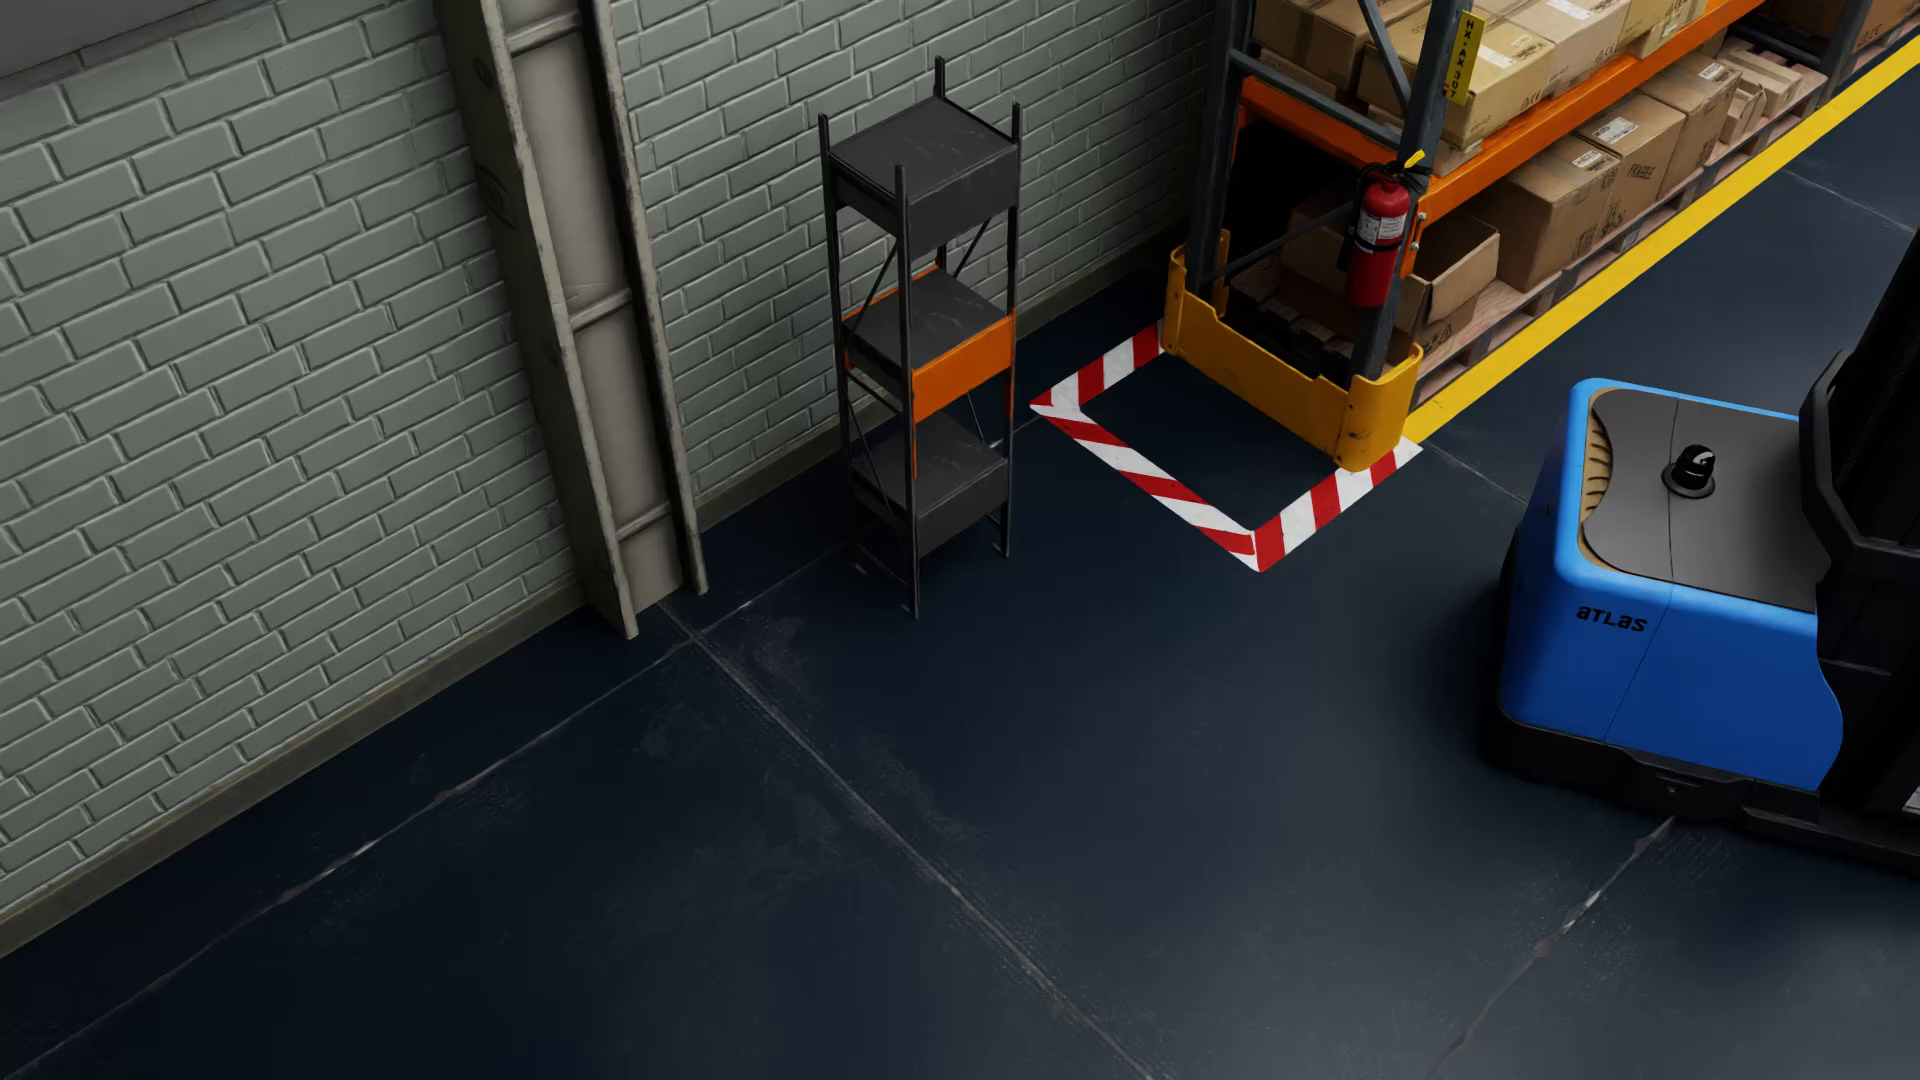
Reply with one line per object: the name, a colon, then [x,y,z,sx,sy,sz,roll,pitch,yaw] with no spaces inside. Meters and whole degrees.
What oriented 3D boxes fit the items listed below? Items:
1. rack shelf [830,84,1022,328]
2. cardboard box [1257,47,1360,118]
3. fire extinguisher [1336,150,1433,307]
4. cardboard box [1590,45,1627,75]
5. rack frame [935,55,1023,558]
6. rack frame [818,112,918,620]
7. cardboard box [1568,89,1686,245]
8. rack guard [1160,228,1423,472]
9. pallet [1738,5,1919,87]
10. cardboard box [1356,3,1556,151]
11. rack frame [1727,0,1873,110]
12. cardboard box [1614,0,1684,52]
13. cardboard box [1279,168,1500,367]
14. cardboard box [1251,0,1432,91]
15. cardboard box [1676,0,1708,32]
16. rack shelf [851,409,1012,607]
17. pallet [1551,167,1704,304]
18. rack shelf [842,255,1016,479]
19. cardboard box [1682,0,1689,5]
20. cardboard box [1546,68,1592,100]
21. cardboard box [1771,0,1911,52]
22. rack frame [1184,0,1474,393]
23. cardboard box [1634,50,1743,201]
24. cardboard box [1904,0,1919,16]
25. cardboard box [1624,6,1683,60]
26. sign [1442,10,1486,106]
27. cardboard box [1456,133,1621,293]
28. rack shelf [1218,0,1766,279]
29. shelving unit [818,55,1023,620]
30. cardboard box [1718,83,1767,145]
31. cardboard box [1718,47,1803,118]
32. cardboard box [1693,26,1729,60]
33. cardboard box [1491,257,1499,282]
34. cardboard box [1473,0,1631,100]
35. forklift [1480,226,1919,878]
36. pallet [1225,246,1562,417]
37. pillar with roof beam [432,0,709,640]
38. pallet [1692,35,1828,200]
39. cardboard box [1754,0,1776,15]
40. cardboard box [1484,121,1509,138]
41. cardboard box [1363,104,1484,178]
rack shelf: [-0.122,-1.096,5.452,0.480,0.518,0.431,-34,56,-27]
cardboard box: [1.421,-1.875,6.663,0.250,0.149,0.380,-34,56,-28]
fire extinguisher: [1.558,-1.174,6.152,0.183,0.674,0.296,-34,56,-27]
cardboard box: [2.533,-2.104,6.875,0.250,0.149,0.380,-33,55,-27]
rack frame: [0.058,-0.751,6.067,0.015,2.100,0.400,-34,56,-27]
rack frame: [-0.303,-0.510,5.845,0.015,2.100,0.400,-34,56,-27]
cardboard box: [2.990,-1.805,7.842,0.500,0.500,0.500,-33,55,-27]
rack guard: [1.412,-0.840,7.239,0.348,0.500,1.175,-34,56,-27]
pallet: [4.892,-3.105,9.525,1.213,0.211,1.003,-34,56,-27]
cardboard box: [1.873,-1.778,6.303,0.500,0.250,0.500,-33,56,-27]
rack frame: [4.316,-3.628,8.110,0.127,3.000,1.000,-34,56,-27]
cardboard box: [2.619,-2.280,6.766,0.500,0.250,0.500,-35,56,-28]
cardboard box: [1.873,-1.197,7.280,0.637,0.503,0.797,-36,57,-28]
cardboard box: [1.518,-2.072,6.574,0.500,0.250,0.500,-32,55,-26]
cardboard box: [2.952,-2.330,7.083,0.250,0.149,0.380,-33,55,-26]
rack shelf: [-0.122,-0.146,6.481,0.480,0.518,0.431,-34,56,-27]
pallet: [2.904,-1.737,8.263,1.213,0.211,1.003,-34,56,-27]
rack shelf: [-0.122,-0.621,5.966,0.480,0.518,0.431,-34,56,-27]
cardboard box: [2.983,-2.545,7.010,0.500,0.250,0.500,-35,56,-28]
cardboard box: [2.340,-1.970,6.751,0.250,0.149,0.380,-32,55,-26]
cardboard box: [4.825,-3.040,8.982,0.500,0.500,0.500,-31,55,-26]
rack frame: [1.356,-1.651,6.285,0.127,3.000,1.000,-34,56,-27]
cardboard box: [3.299,-2.111,8.125,0.500,0.500,0.700,-36,57,-28]
cardboard box: [5.212,-3.308,9.230,0.500,0.500,0.500,-34,56,-28]
cardboard box: [2.771,-2.189,6.953,0.250,0.149,0.380,-35,56,-28]
sign: [1.721,-1.649,5.695,0.005,0.325,0.100,-34,56,-27]
cardboard box: [2.531,-1.598,7.651,0.500,0.500,0.700,-32,55,-26]
rack shelf: [2.836,-2.395,7.462,4.000,0.370,1.077,-34,56,-27]
shelving unit: [-0.122,-0.630,5.956,0.503,2.100,0.431,-34,56,-27]
cardboard box: [3.837,-2.232,8.396,0.258,0.266,0.396,-32,55,-26]
cardboard box: [4.101,-2.369,8.602,0.250,0.149,0.380,-35,56,-28]
cardboard box: [3.668,-2.661,8.761,0.500,0.311,0.500,-32,55,-26]
cardboard box: [2.213,-1.266,7.584,0.250,0.149,0.380,-36,57,-28]
cardboard box: [2.246,-2.028,6.533,0.500,0.250,0.500,-33,55,-27]
forklift: [3.463,-0.193,4.987,3.031,2.935,1.130,13,49,12]
pallet: [2.002,-1.137,7.709,1.213,0.211,1.003,-34,56,-27]
pillar with roof beam: [1.651,-0.501,1.143,0.400,9.000,9.100,-34,56,-27]
pallet: [3.807,-2.344,8.822,1.213,0.211,1.003,-34,56,-27]
cardboard box: [4.480,-3.327,9.247,0.500,0.500,0.500,-34,56,-27]
cardboard box: [1.941,-1.730,6.529,0.250,0.149,0.380,-32,55,-26]
cardboard box: [1.784,-1.579,6.390,0.250,0.149,0.380,-34,56,-27]
